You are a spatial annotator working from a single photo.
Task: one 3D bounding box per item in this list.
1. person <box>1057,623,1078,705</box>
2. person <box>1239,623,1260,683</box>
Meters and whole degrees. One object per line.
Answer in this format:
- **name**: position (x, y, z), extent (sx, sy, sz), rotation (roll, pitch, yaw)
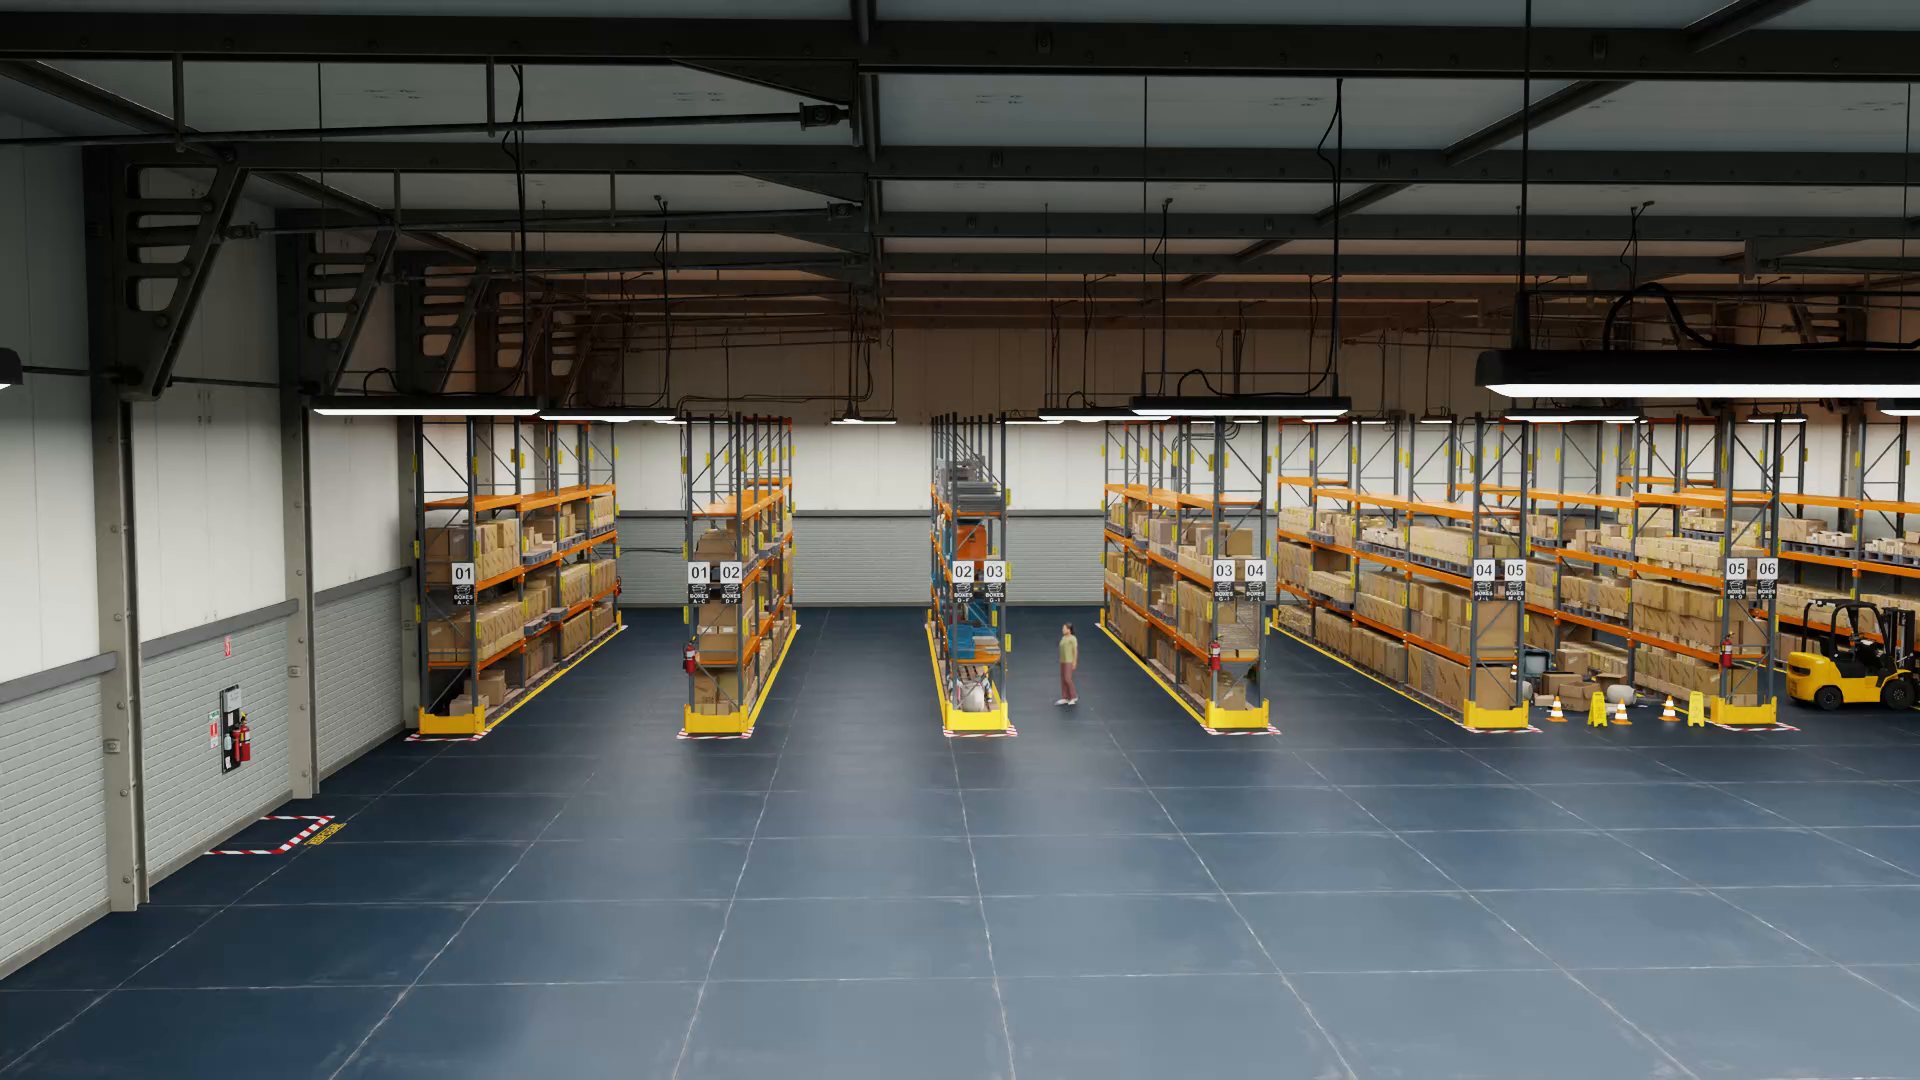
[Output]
- **person**: position (2.205, 2.550, 34.324), extent (0.386, 1.684, 0.480), rotation (-2, 5, -32)
- **person**: position (6.549, 2.295, 37.395), extent (0.664, 1.783, 0.559), rotation (2, 5, 30)
